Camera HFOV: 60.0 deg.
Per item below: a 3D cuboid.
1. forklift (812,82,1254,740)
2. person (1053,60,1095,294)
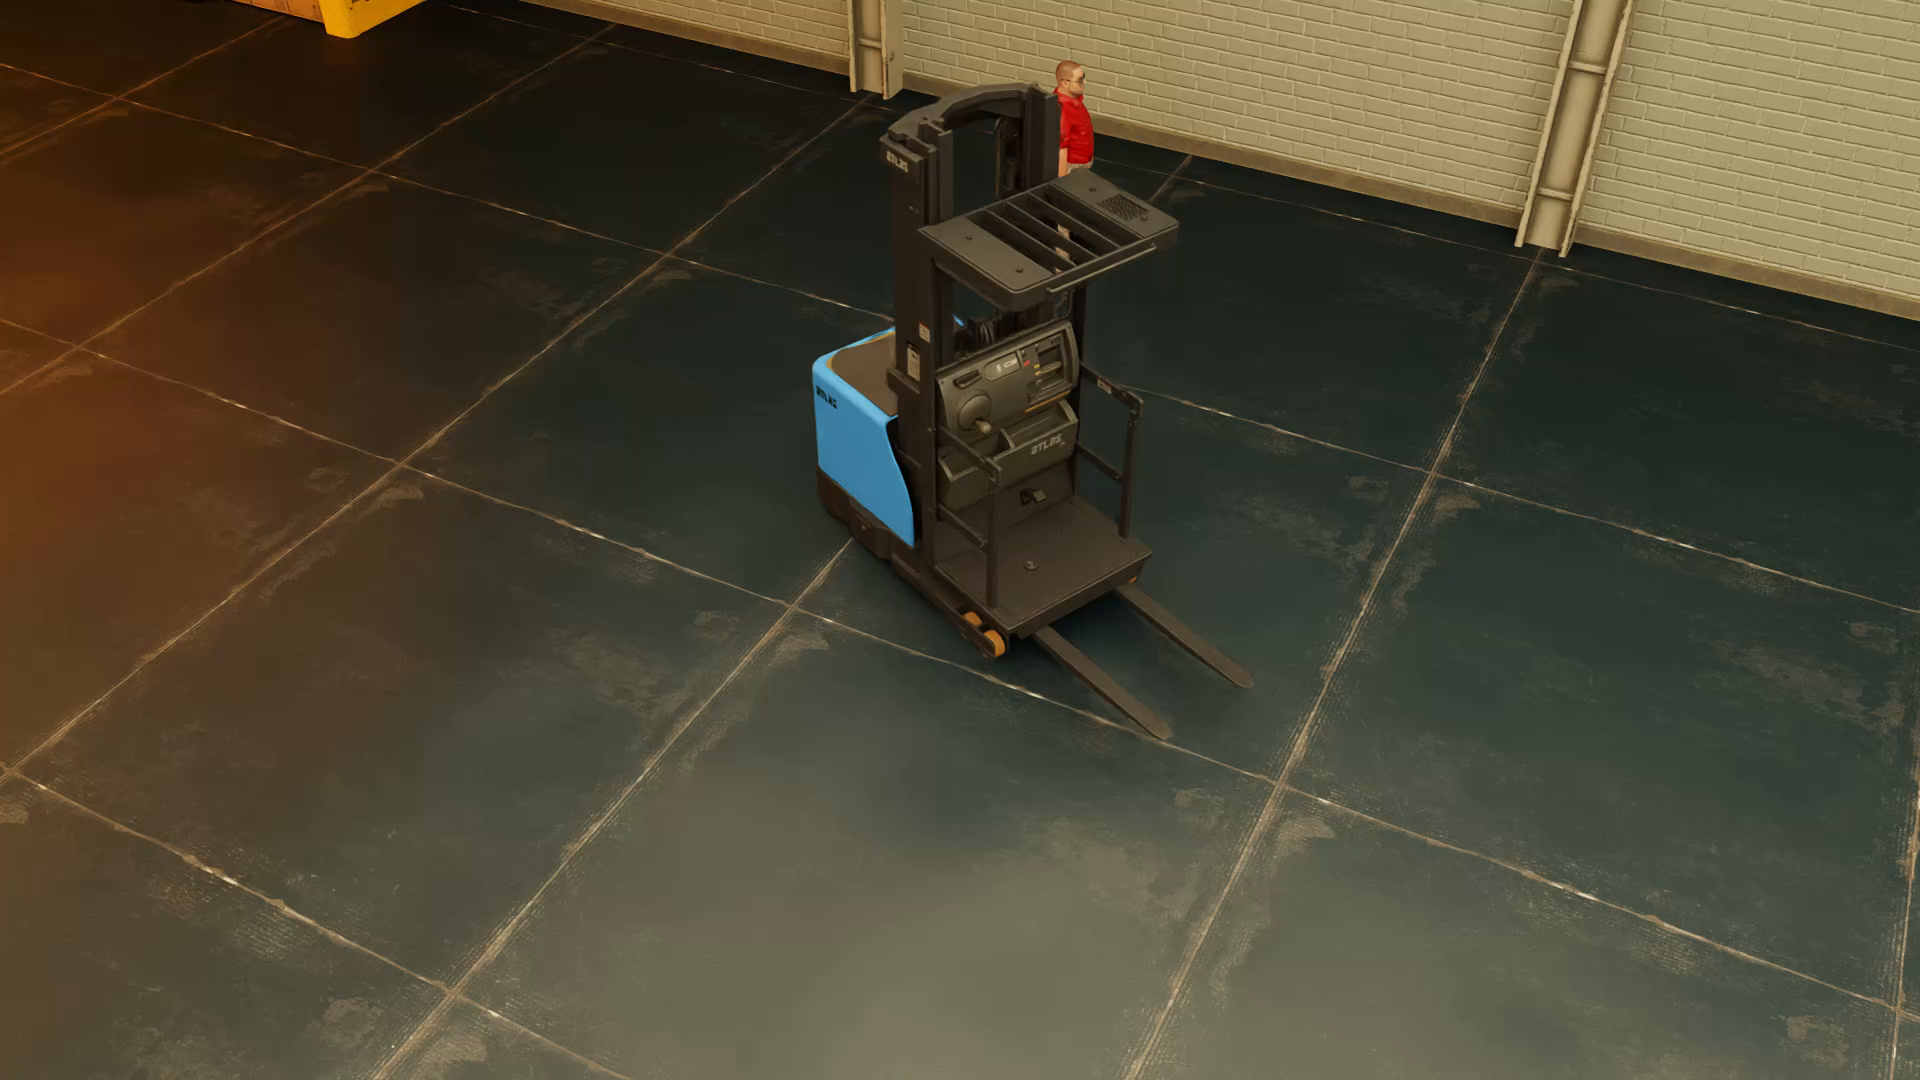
[{"bbox_3d":[0.402,-0.809,8.947,1.130,2.935,3.031,-27,47,-28],"label":"forklift"},{"bbox_3d":[0.792,-2.648,12.066,0.369,1.730,0.532,3,40,3],"label":"person"}]
